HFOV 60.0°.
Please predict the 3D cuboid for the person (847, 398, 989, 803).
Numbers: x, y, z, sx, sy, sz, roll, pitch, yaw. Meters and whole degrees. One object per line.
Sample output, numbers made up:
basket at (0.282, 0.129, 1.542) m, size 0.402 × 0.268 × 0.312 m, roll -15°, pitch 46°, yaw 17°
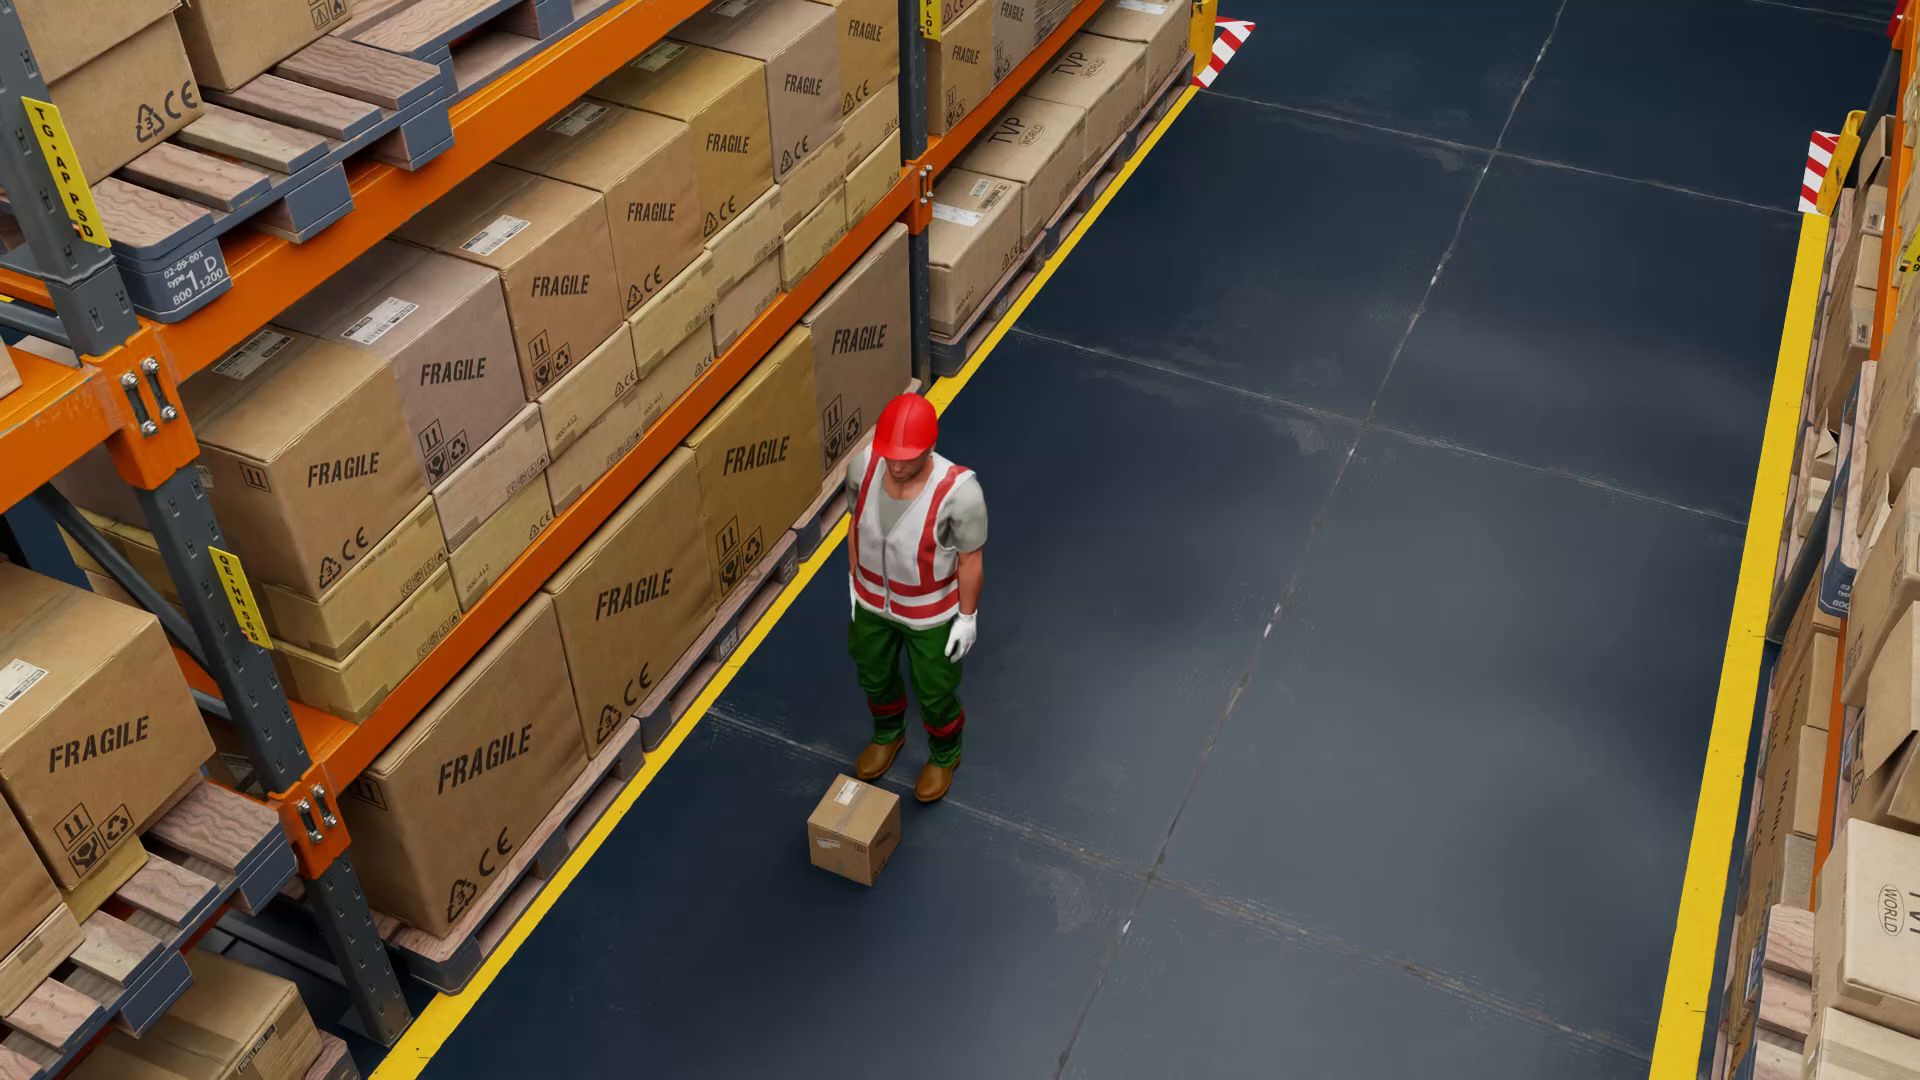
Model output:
person at (-0.170, 0.221, 5.902) m, size 0.530 × 1.773 × 0.366 m, roll 19°, pitch 45°, yaw 20°
